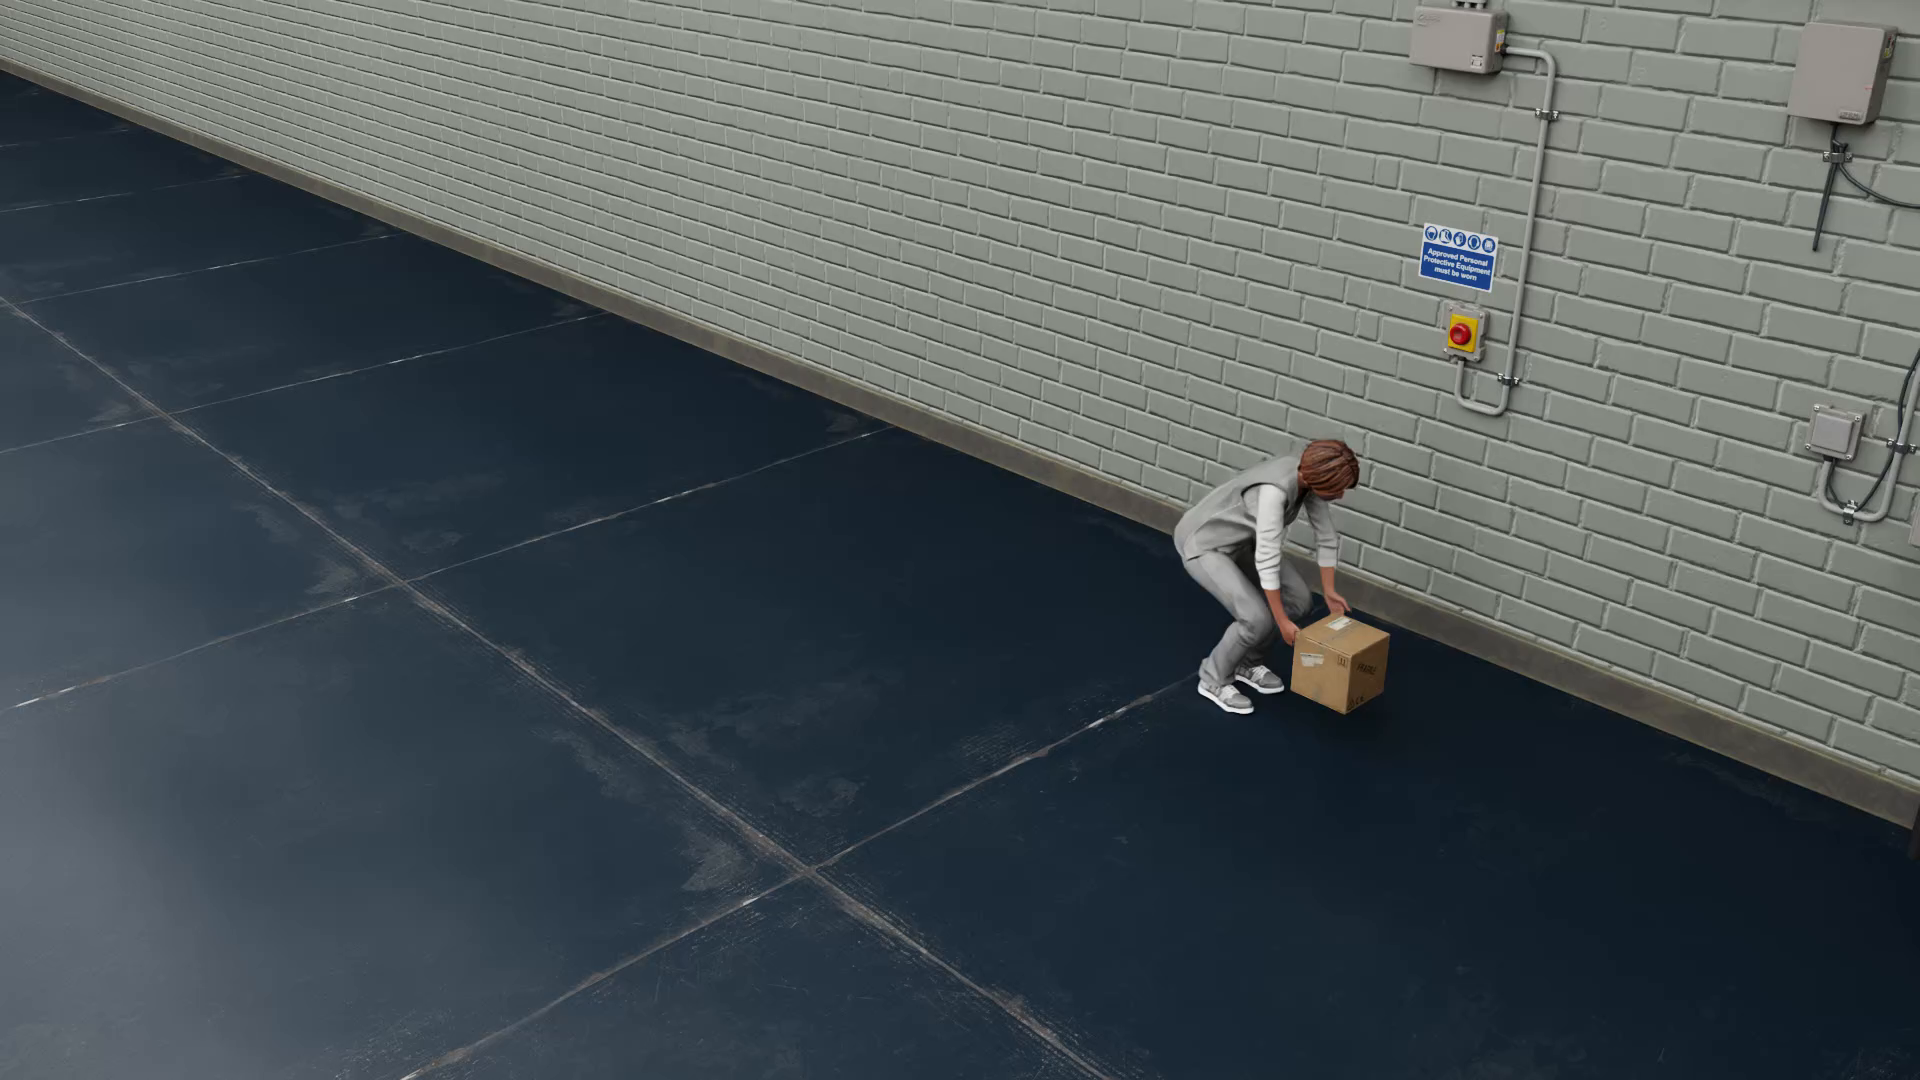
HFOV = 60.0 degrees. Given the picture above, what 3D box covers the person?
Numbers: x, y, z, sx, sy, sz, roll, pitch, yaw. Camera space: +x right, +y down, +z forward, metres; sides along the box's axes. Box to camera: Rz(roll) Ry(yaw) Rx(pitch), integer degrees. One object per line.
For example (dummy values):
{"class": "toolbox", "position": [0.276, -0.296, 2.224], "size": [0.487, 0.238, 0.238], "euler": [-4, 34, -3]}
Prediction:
{"class": "person", "position": [1.179, 0.101, 6.441], "size": [0.462, 1.148, 0.720], "euler": [-21, 32, -38]}
